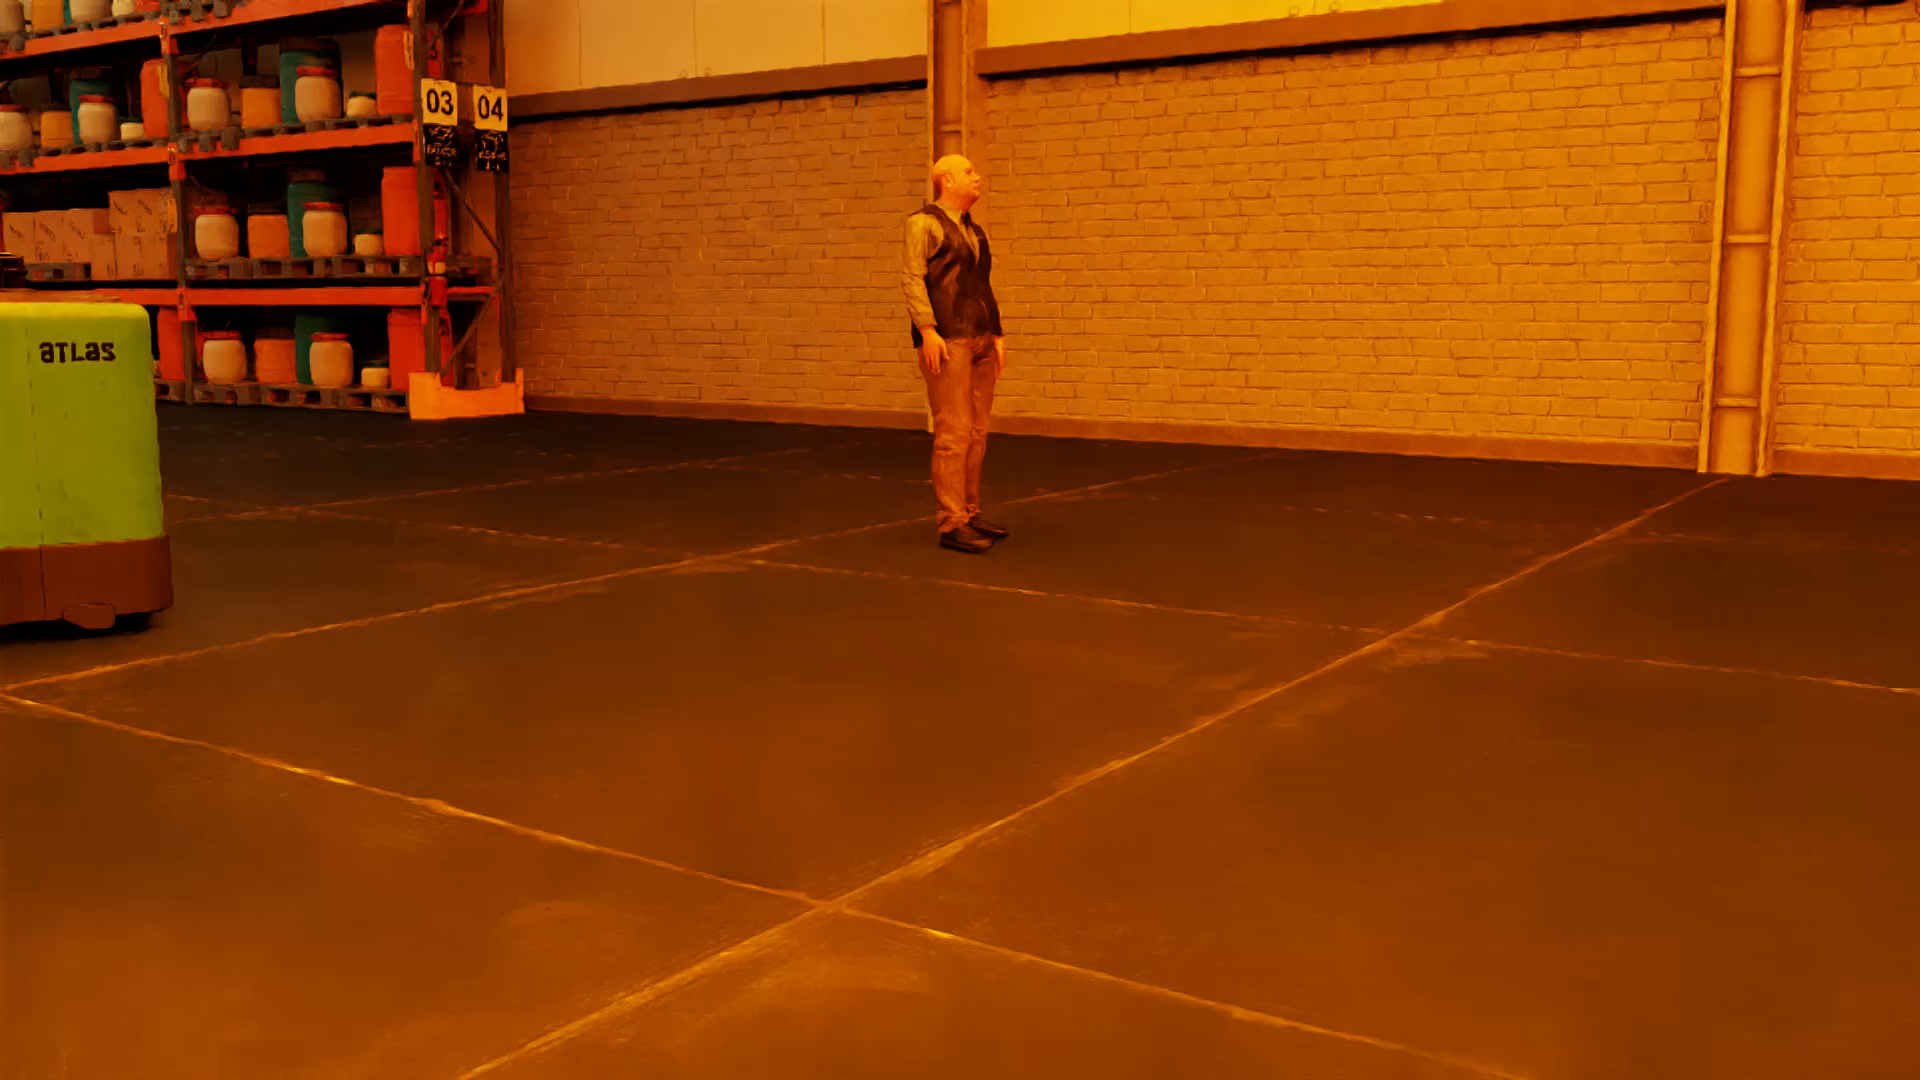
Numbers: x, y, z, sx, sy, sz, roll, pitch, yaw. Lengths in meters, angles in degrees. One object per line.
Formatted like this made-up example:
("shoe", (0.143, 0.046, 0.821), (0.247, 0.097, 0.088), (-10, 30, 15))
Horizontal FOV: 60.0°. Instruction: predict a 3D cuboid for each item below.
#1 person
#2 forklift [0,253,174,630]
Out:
("person", (0.047, -0.854, 7.440), (0.567, 1.720, 0.632), (5, 10, 34))
("forklift", (-4.152, -1.106, 4.967), (3.031, 2.935, 1.130), (-5, 9, -30))
